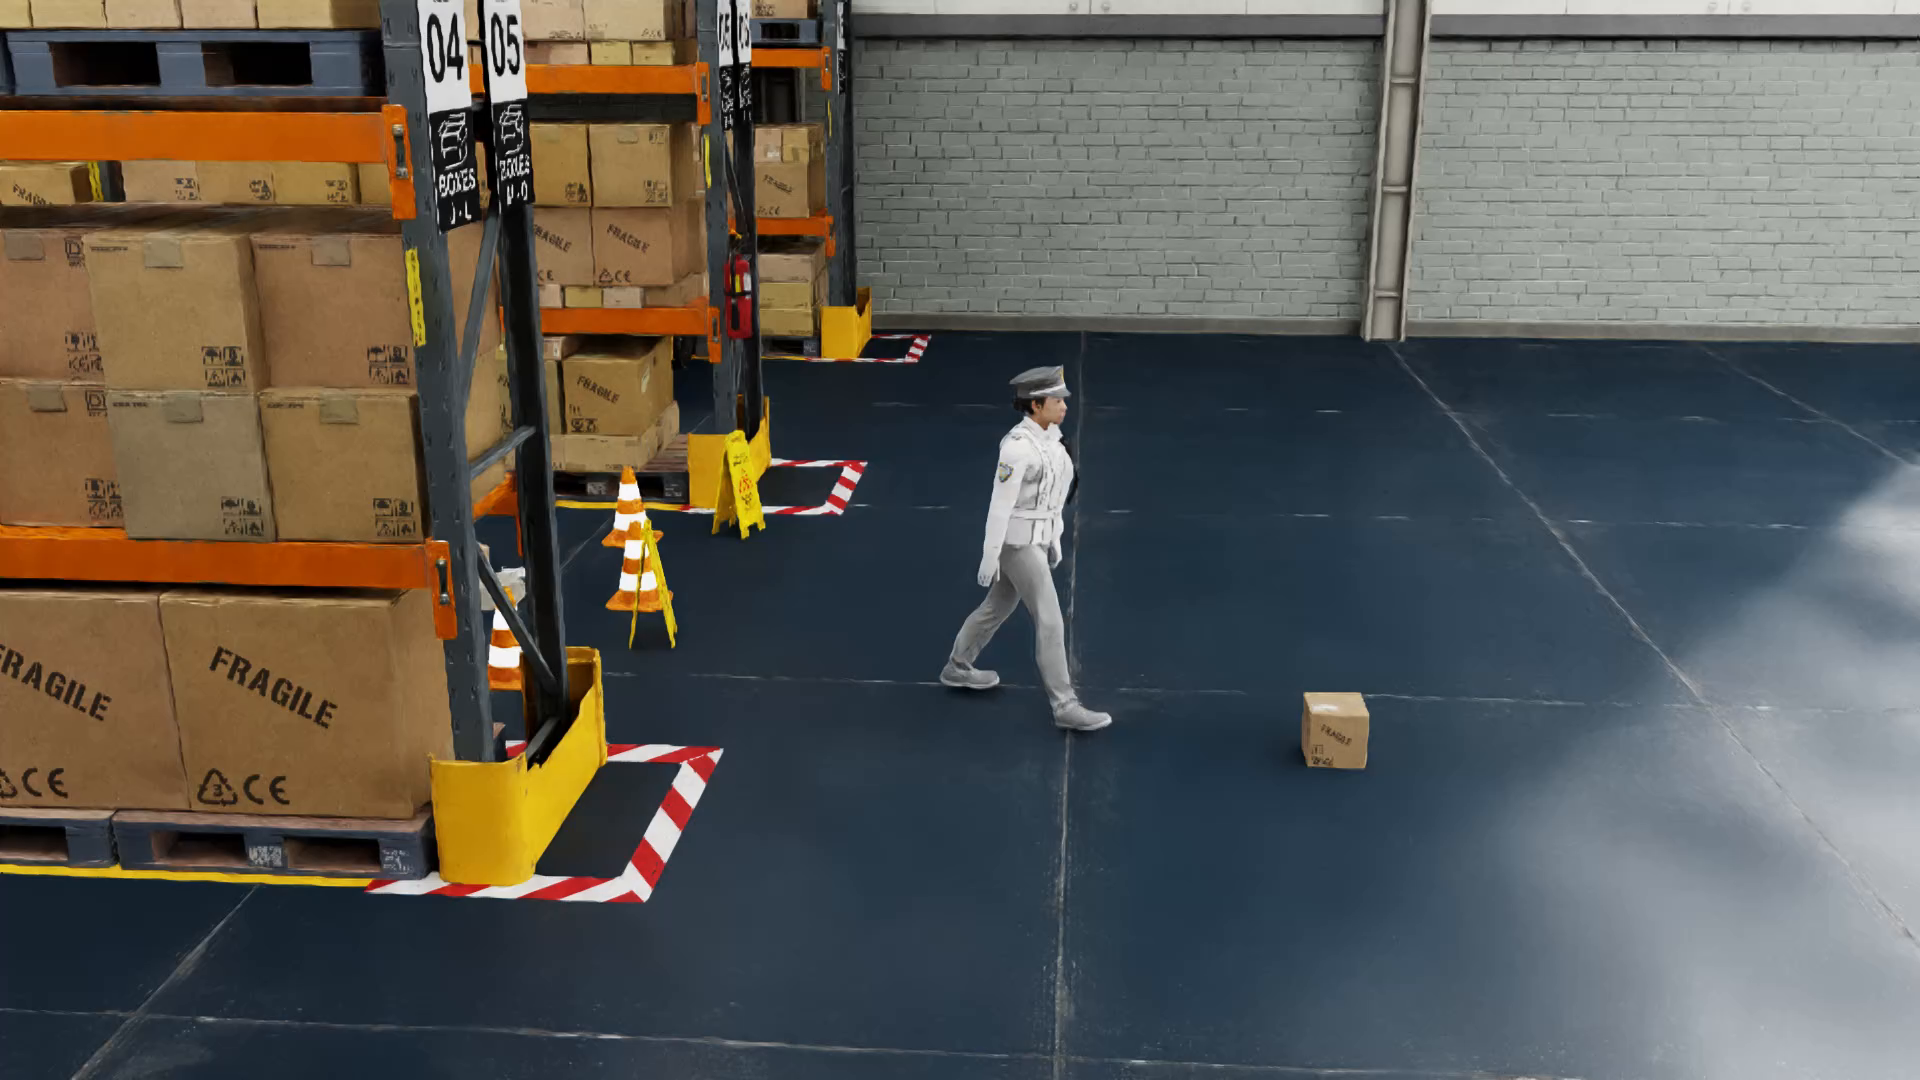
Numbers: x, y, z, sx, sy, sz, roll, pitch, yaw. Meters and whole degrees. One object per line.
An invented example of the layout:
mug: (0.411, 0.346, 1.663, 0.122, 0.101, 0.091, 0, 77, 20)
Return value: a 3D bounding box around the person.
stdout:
person: (0.322, 0.003, 7.549, 0.923, 1.636, 0.519, 8, 19, 22)
